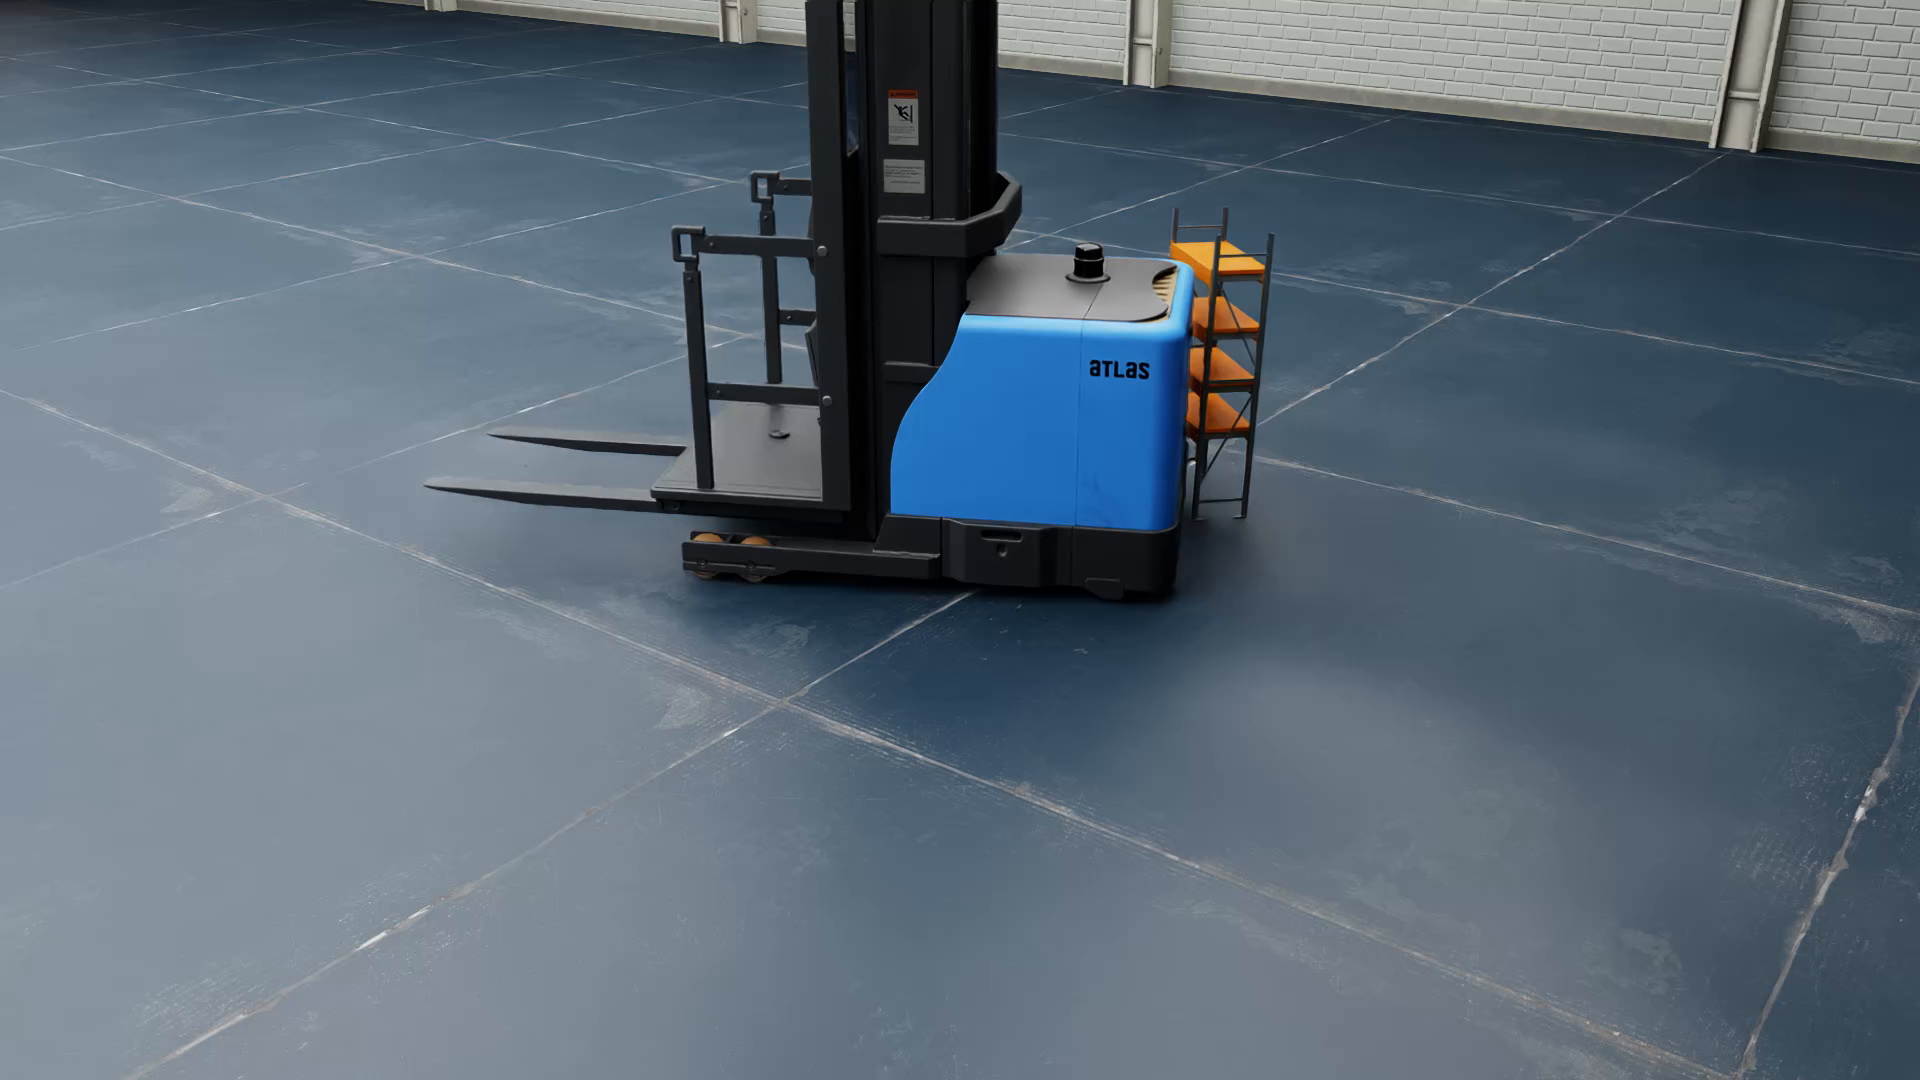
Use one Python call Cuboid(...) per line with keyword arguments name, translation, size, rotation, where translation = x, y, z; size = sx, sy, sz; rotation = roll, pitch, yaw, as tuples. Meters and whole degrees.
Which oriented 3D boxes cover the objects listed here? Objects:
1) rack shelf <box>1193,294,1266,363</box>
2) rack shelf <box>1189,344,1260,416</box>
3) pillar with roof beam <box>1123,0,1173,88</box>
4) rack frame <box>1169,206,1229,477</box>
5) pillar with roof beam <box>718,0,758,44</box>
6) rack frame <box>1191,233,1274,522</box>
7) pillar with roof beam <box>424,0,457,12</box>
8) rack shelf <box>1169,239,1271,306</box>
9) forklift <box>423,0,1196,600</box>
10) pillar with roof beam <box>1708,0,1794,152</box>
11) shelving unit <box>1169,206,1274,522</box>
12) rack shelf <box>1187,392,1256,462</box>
Cuboid(name="rack shelf", translation=(1.044, -0.877, 6.856), size=(0.258, 0.148, 0.480), rotation=(-4, 24, -12))
Cuboid(name="rack shelf", translation=(1.039, -0.672, 6.945), size=(0.258, 0.148, 0.480), rotation=(-4, 24, -12))
Cuboid(name="pillar with roof beam", translation=(-0.587, -7.616, 12.874), size=(0.400, 9.000, 9.100), rotation=(17, 29, 33))
Cuboid(name="rack frame", translation=(0.987, -0.829, 7.136), size=(0.240, 1.200, 0.015), rotation=(-4, 24, -12))
Cuboid(name="pillar with roof beam", translation=(-5.388, -9.067, 16.167), size=(0.400, 9.000, 9.100), rotation=(17, 29, 33))
Cuboid(name="rack frame", translation=(1.094, -0.637, 6.701), size=(0.240, 1.200, 0.015), rotation=(-4, 24, -12))
Cuboid(name="pillar with roof beam", translation=(-10.189, -10.517, 19.460), size=(0.400, 9.000, 9.100), rotation=(17, 29, 33))
Cuboid(name="rack shelf", translation=(1.049, -1.094, 6.762), size=(0.258, 0.148, 0.480), rotation=(-4, 24, -12))
Cuboid(name="forklift", translation=(-0.618, -1.388, 6.266), size=(3.031, 2.935, 1.130), rotation=(4, 24, 9))
Cuboid(name="pillar with roof beam", translation=(4.214, -6.165, 9.581), size=(0.400, 9.000, 9.100), rotation=(17, 29, 33))
Cuboid(name="shelving unit", translation=(1.040, -0.733, 6.919), size=(0.258, 1.200, 0.503), rotation=(-4, 24, -12))
Cuboid(name="rack shelf", translation=(1.035, -0.490, 7.025), size=(0.258, 0.148, 0.480), rotation=(-4, 24, -12))
